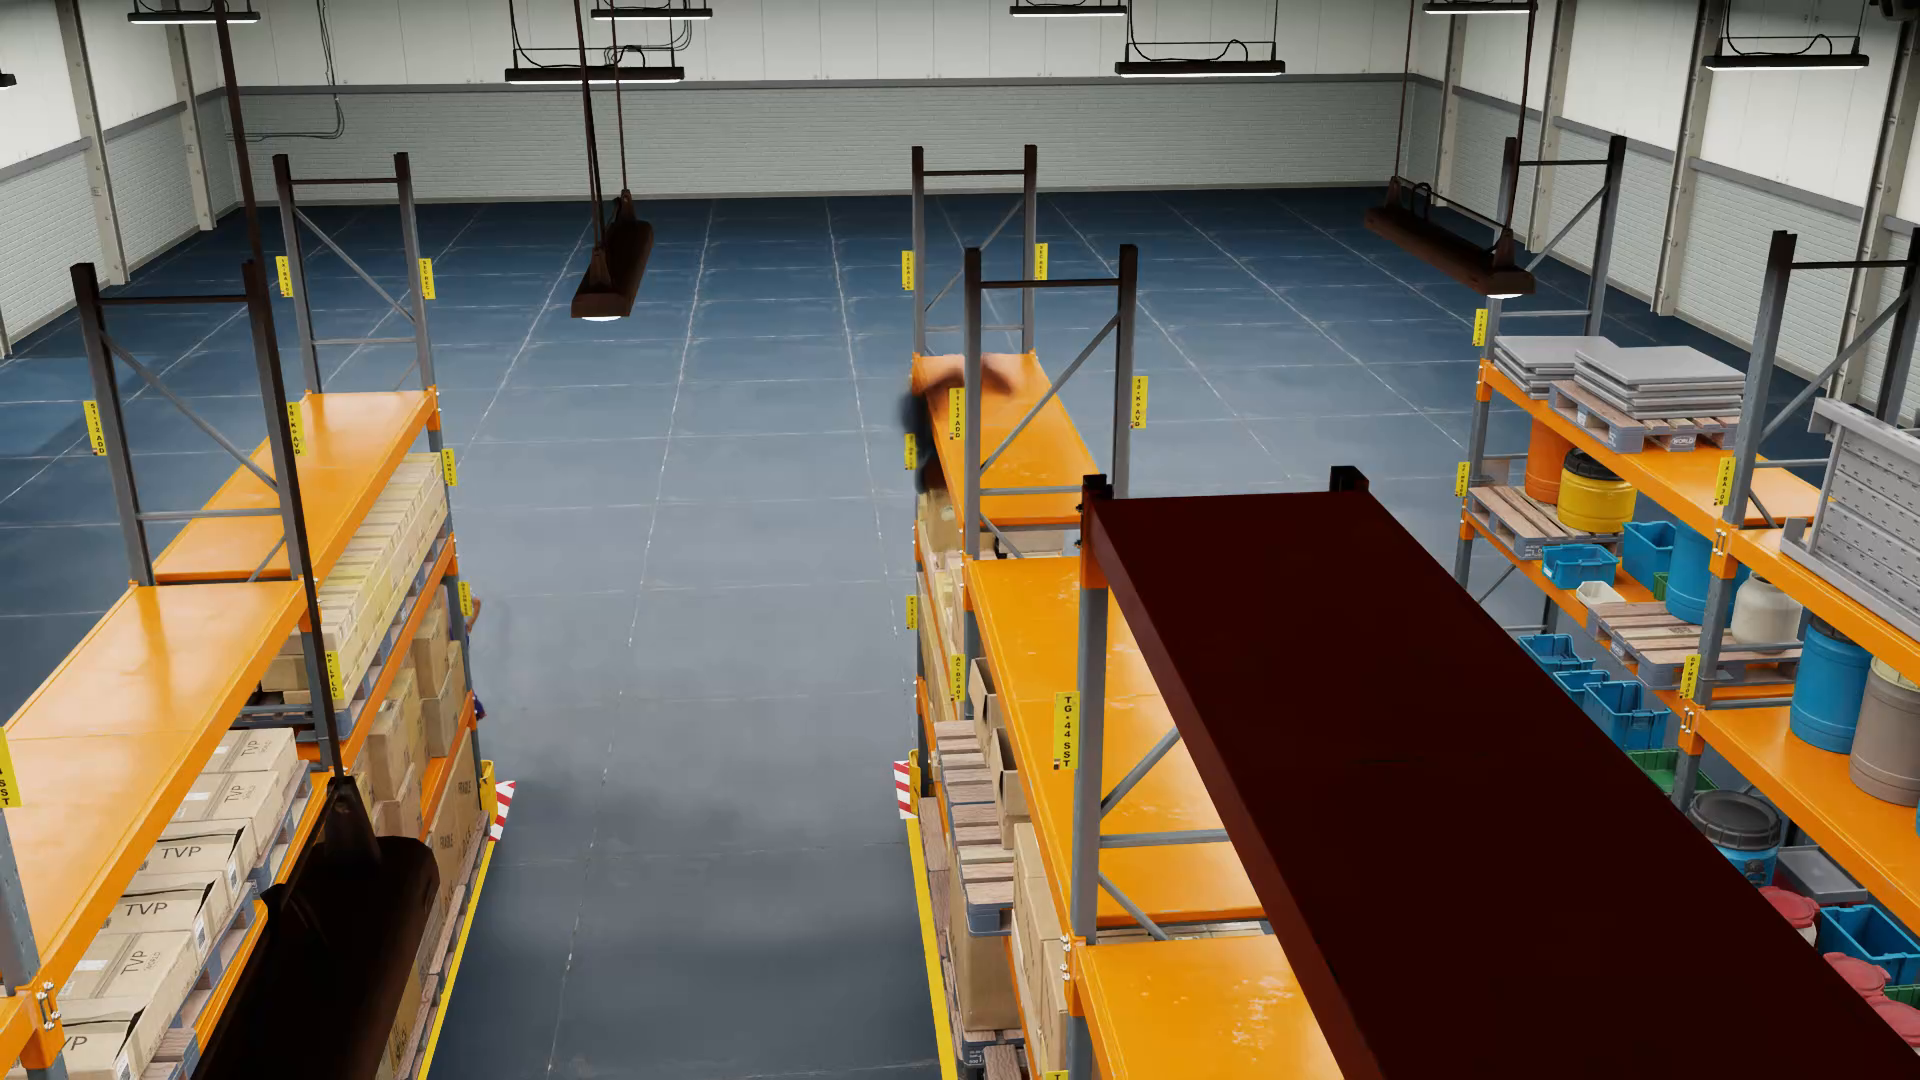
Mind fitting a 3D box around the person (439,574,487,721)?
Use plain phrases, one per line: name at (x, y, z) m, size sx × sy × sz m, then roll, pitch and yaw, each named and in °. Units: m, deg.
person at (-4.978, 1.048, 16.246) m, size 0.782 × 1.700 × 0.614 m, roll 10°, pitch 24°, yaw 23°
